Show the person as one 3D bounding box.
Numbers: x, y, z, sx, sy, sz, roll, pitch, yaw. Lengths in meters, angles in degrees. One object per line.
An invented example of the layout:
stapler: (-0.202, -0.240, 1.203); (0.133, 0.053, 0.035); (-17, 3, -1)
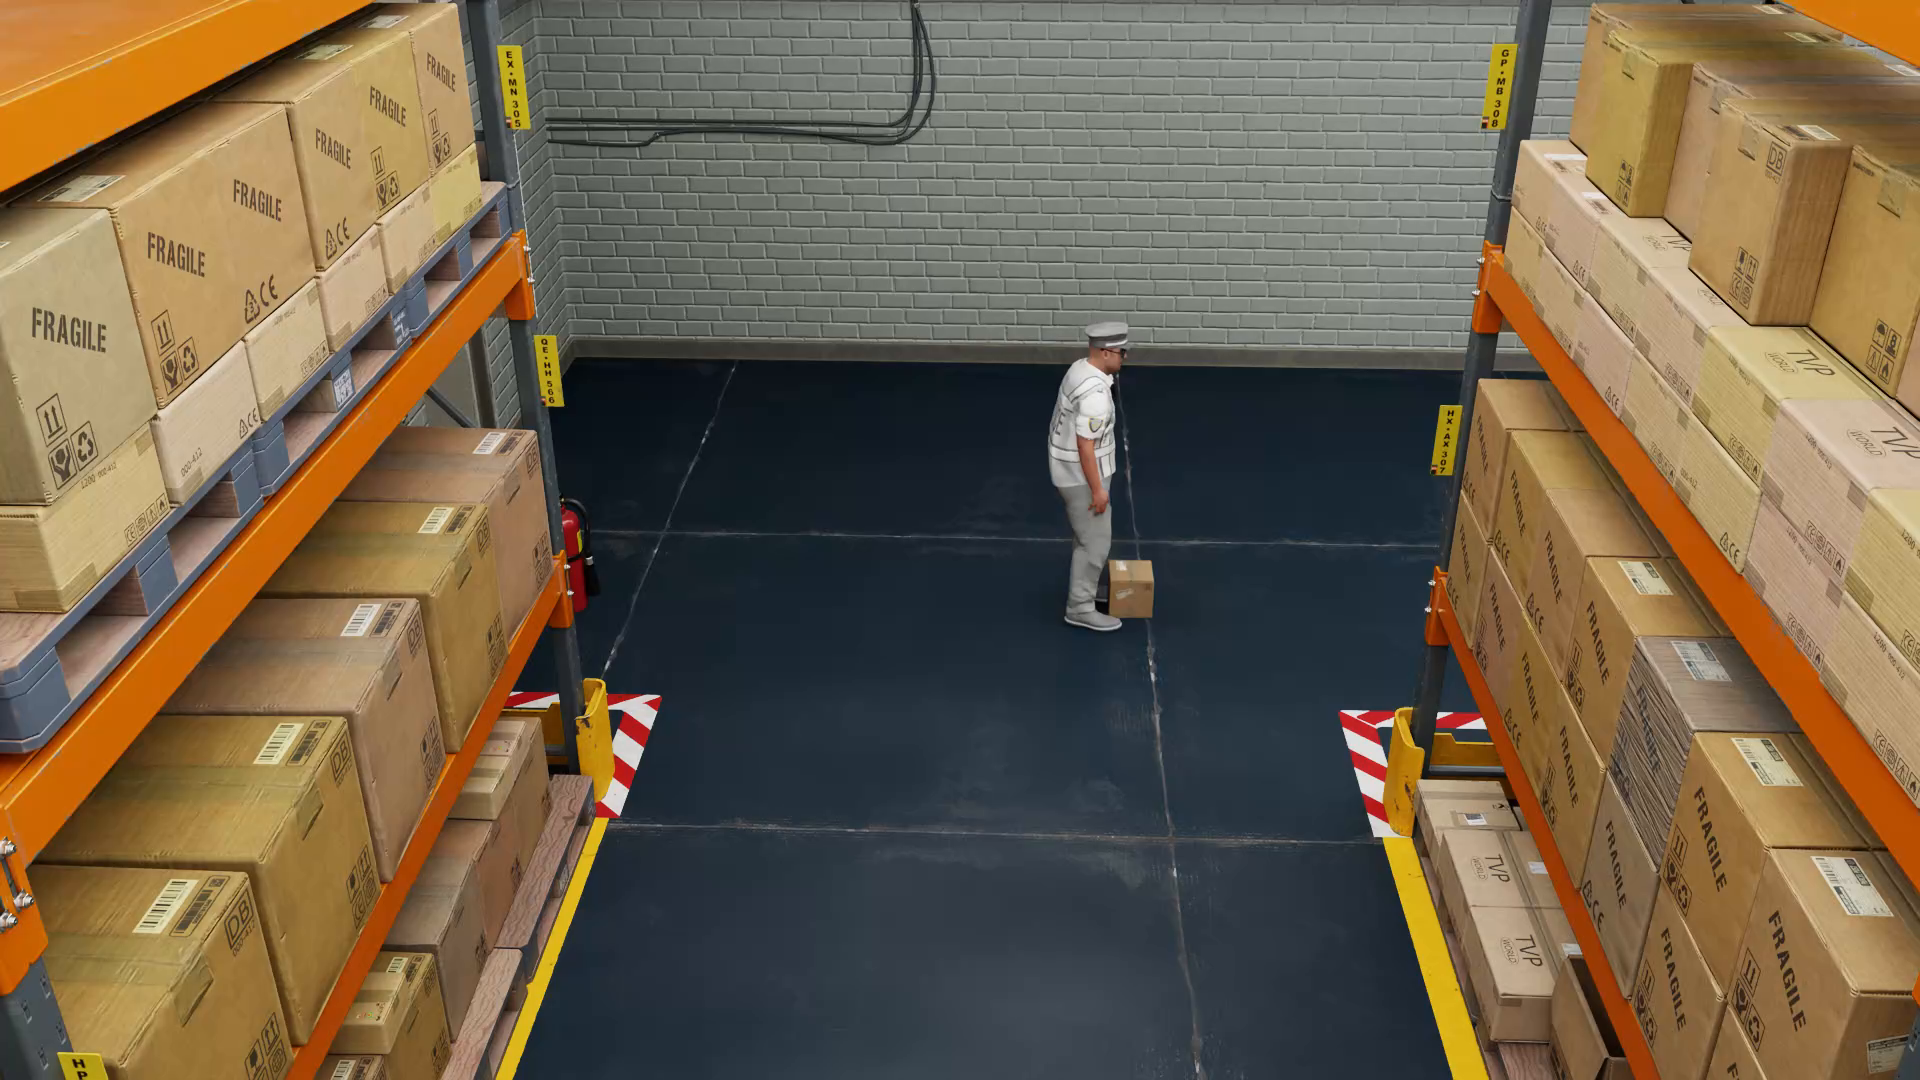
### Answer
person: (0.731, -0.378, 9.331); (0.479, 1.747, 0.585); (0, 28, 0)
